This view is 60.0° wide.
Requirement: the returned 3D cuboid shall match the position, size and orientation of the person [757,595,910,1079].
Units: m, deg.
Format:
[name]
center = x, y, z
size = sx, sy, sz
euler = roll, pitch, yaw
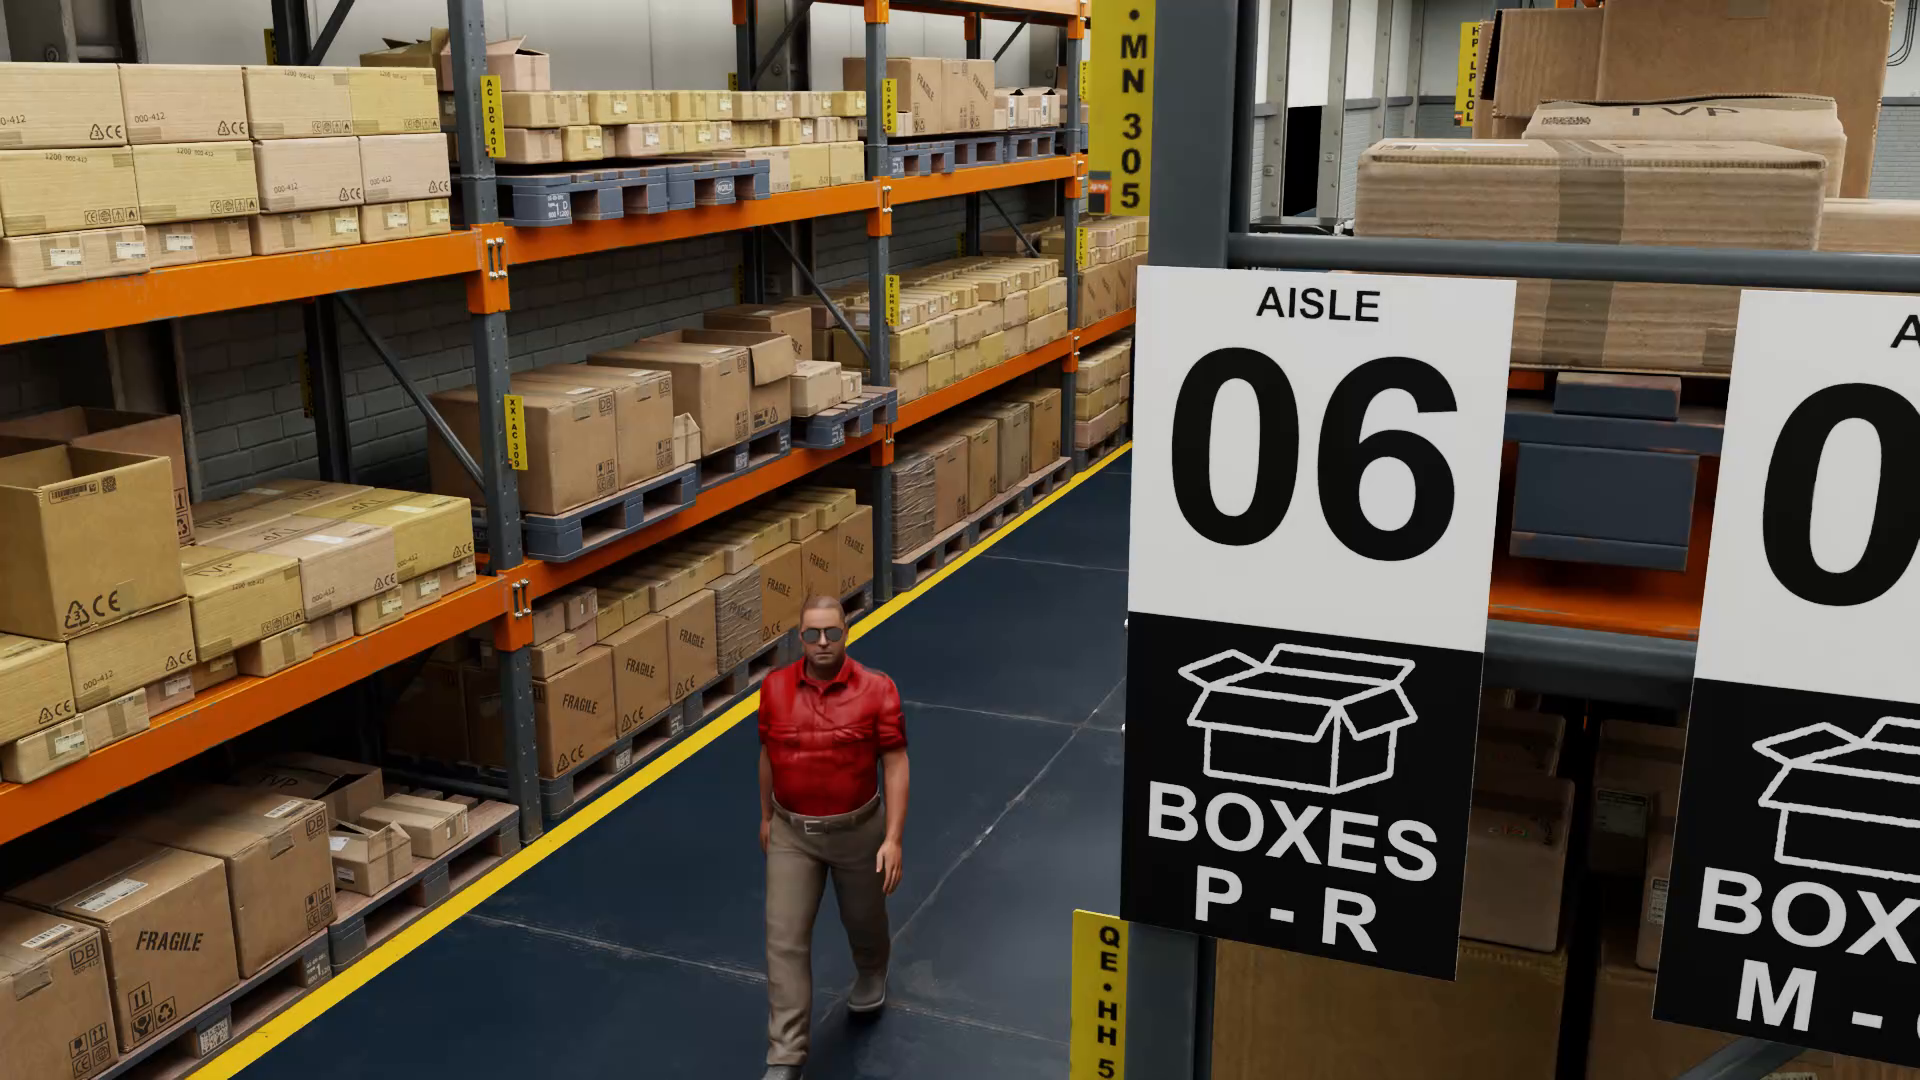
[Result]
[person]
center = -0.464, 1.035, 5.774
size = 0.574, 1.670, 1.004
euler = 1, 15, 5
